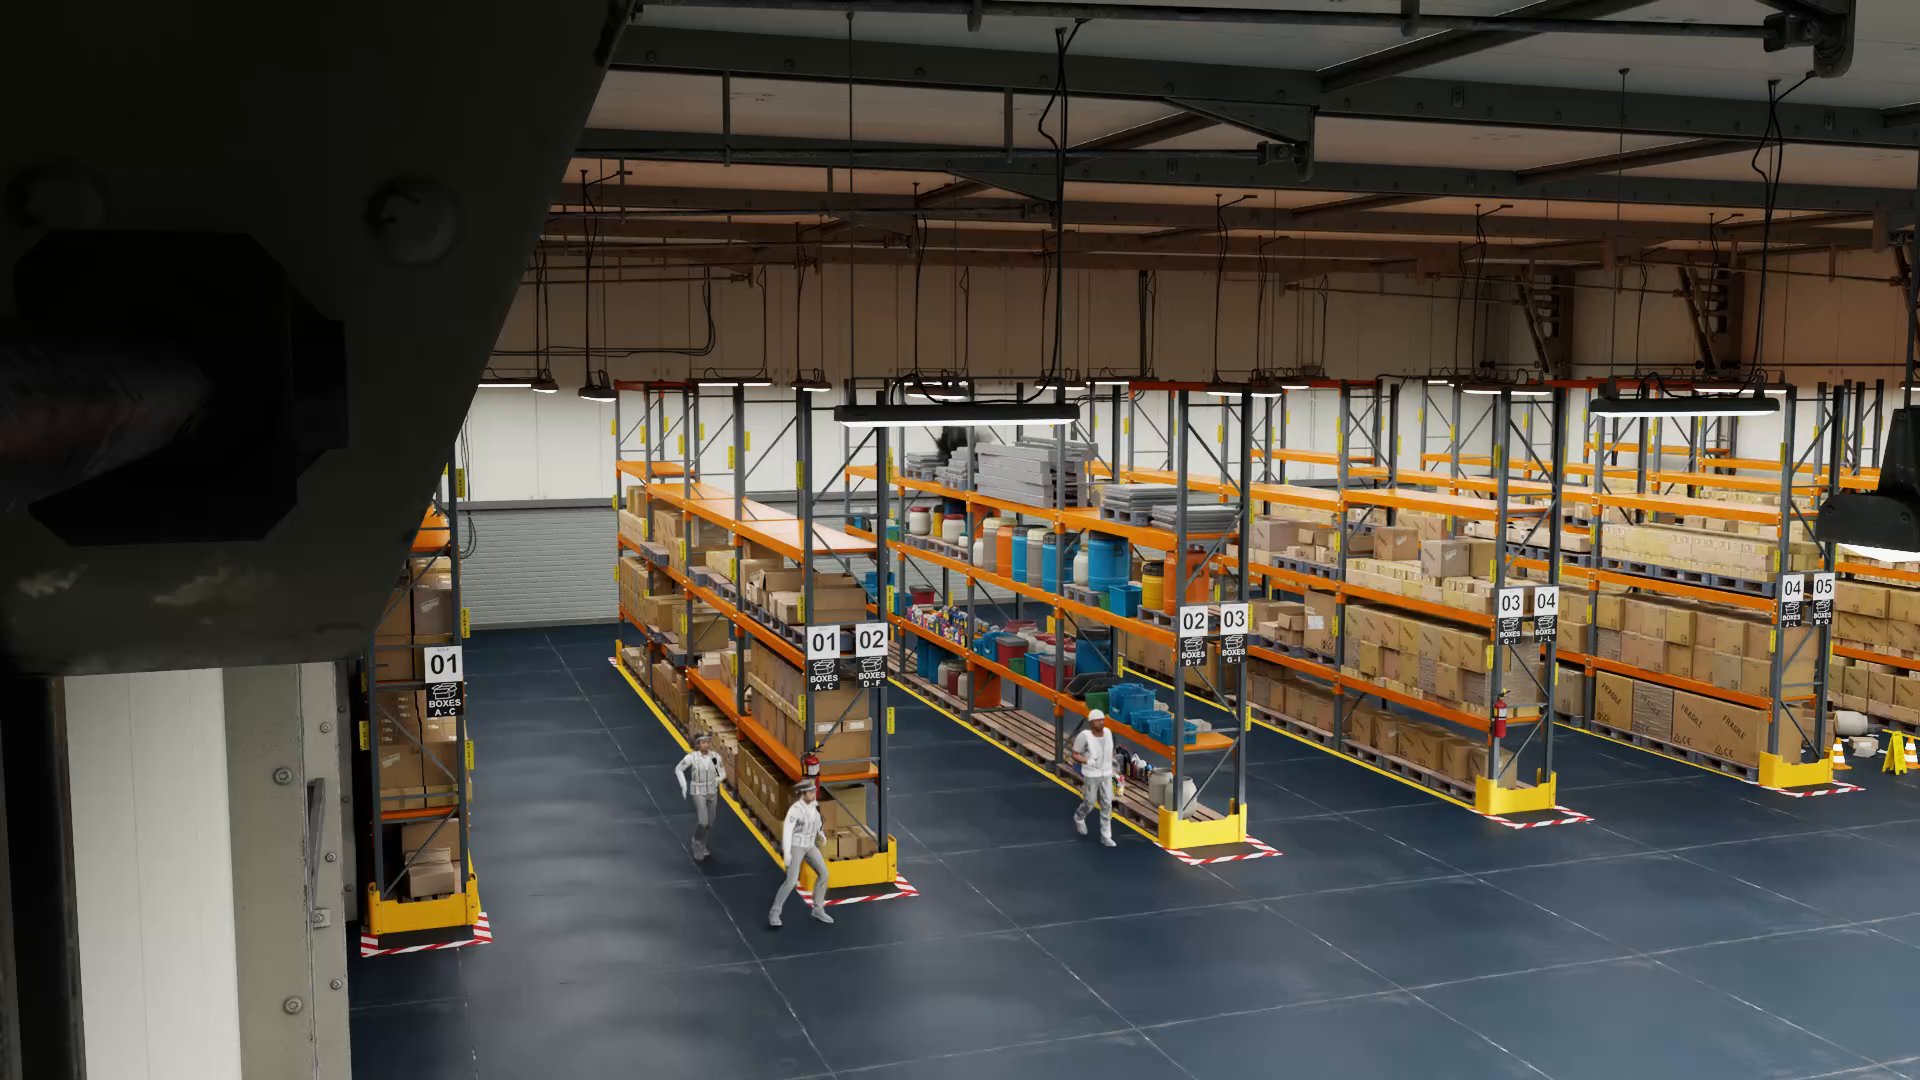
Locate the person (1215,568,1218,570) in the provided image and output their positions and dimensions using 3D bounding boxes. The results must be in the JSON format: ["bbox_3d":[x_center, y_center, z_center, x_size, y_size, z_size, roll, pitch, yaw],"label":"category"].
[{"bbox_3d":[5.958,1.429,38.881,0.545,1.571,0.629,-2,6,-19],"label":"person"}]

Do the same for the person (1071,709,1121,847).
[{"bbox_3d":[1.794,3.113,22.003,0.704,1.772,0.854,-3,7,-23],"label":"person"}]

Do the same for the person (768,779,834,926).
[{"bbox_3d":[-1.749,3.523,18.886,0.660,1.629,0.867,3,7,28],"label":"person"}]

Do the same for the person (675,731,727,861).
[{"bbox_3d":[-3.254,3.252,21.182,0.587,1.674,0.647,-4,7,-30],"label":"person"}]
